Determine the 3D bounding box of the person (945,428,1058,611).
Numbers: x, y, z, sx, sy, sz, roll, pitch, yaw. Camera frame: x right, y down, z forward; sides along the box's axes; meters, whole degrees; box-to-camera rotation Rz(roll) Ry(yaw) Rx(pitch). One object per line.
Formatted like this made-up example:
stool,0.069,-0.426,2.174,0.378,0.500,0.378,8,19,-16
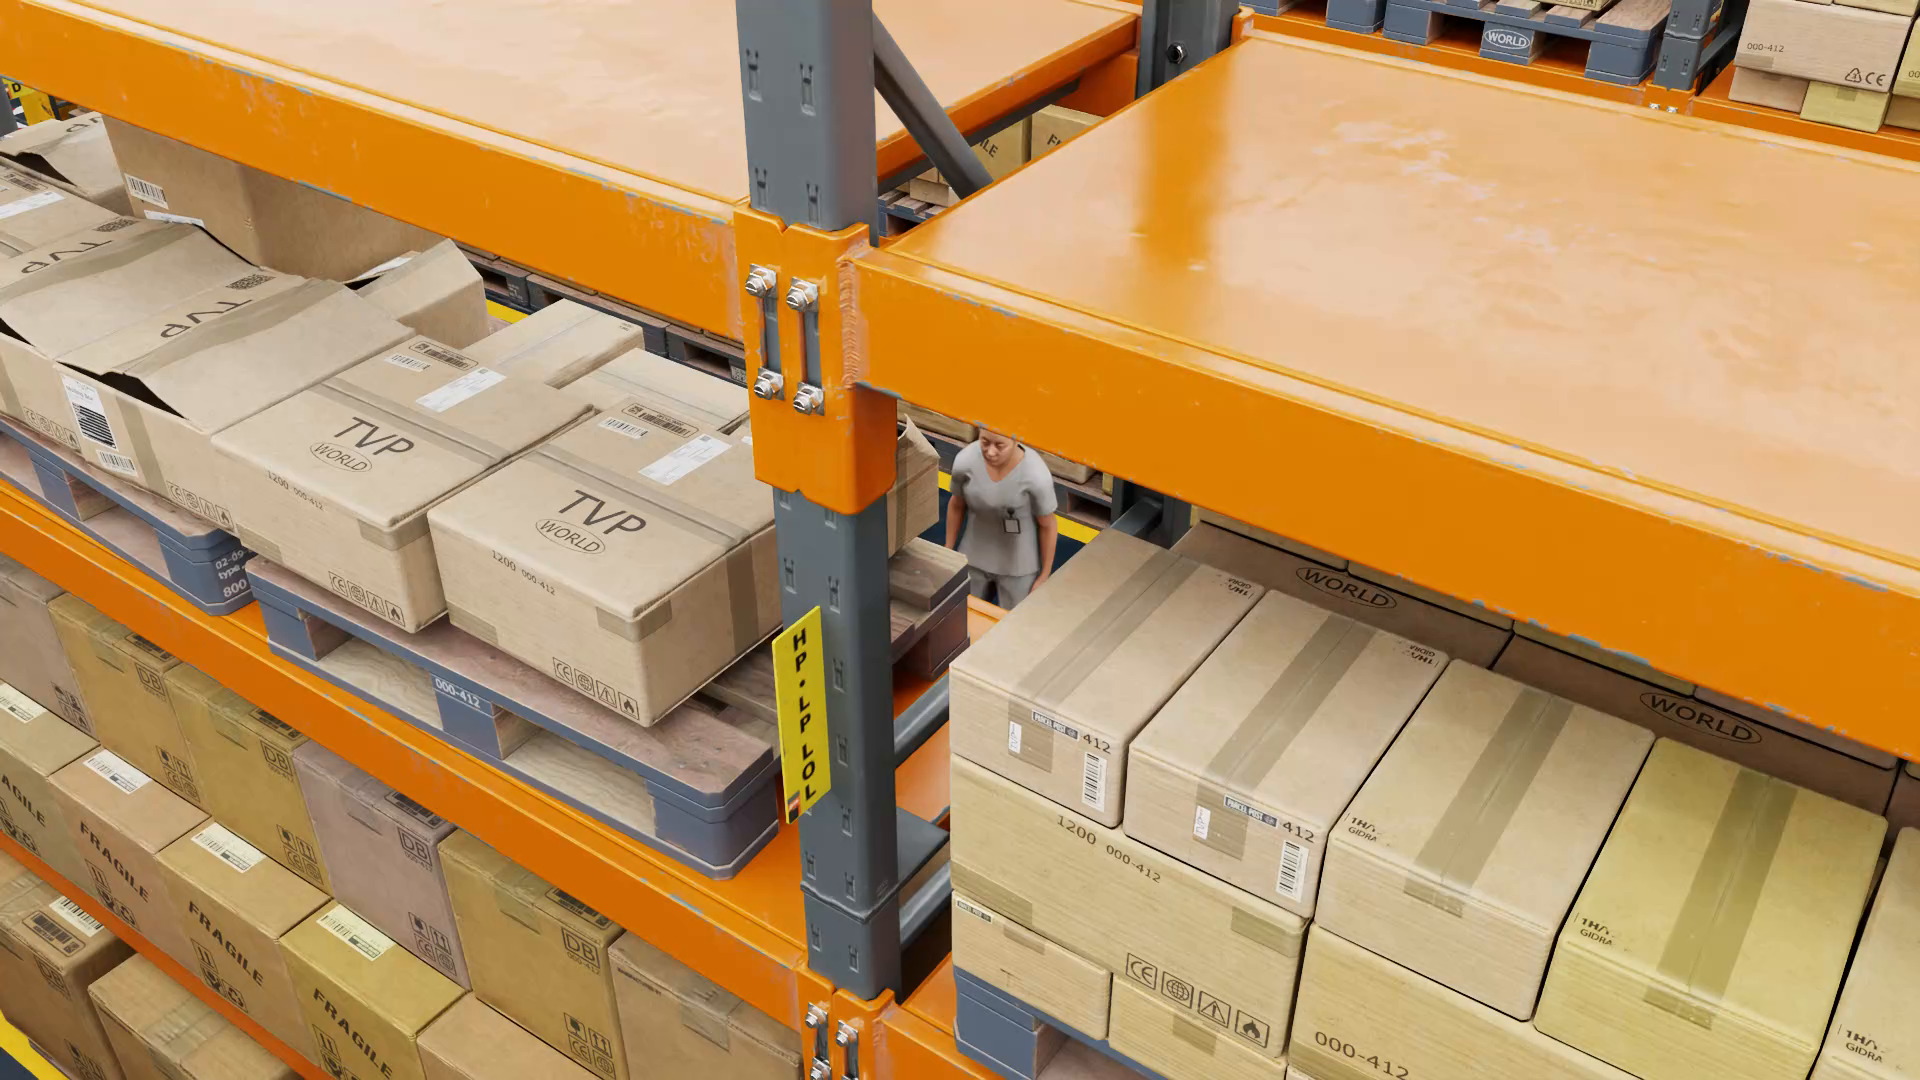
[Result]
person,0.150,0.115,6.980,0.503,1.671,0.366,13,37,18
